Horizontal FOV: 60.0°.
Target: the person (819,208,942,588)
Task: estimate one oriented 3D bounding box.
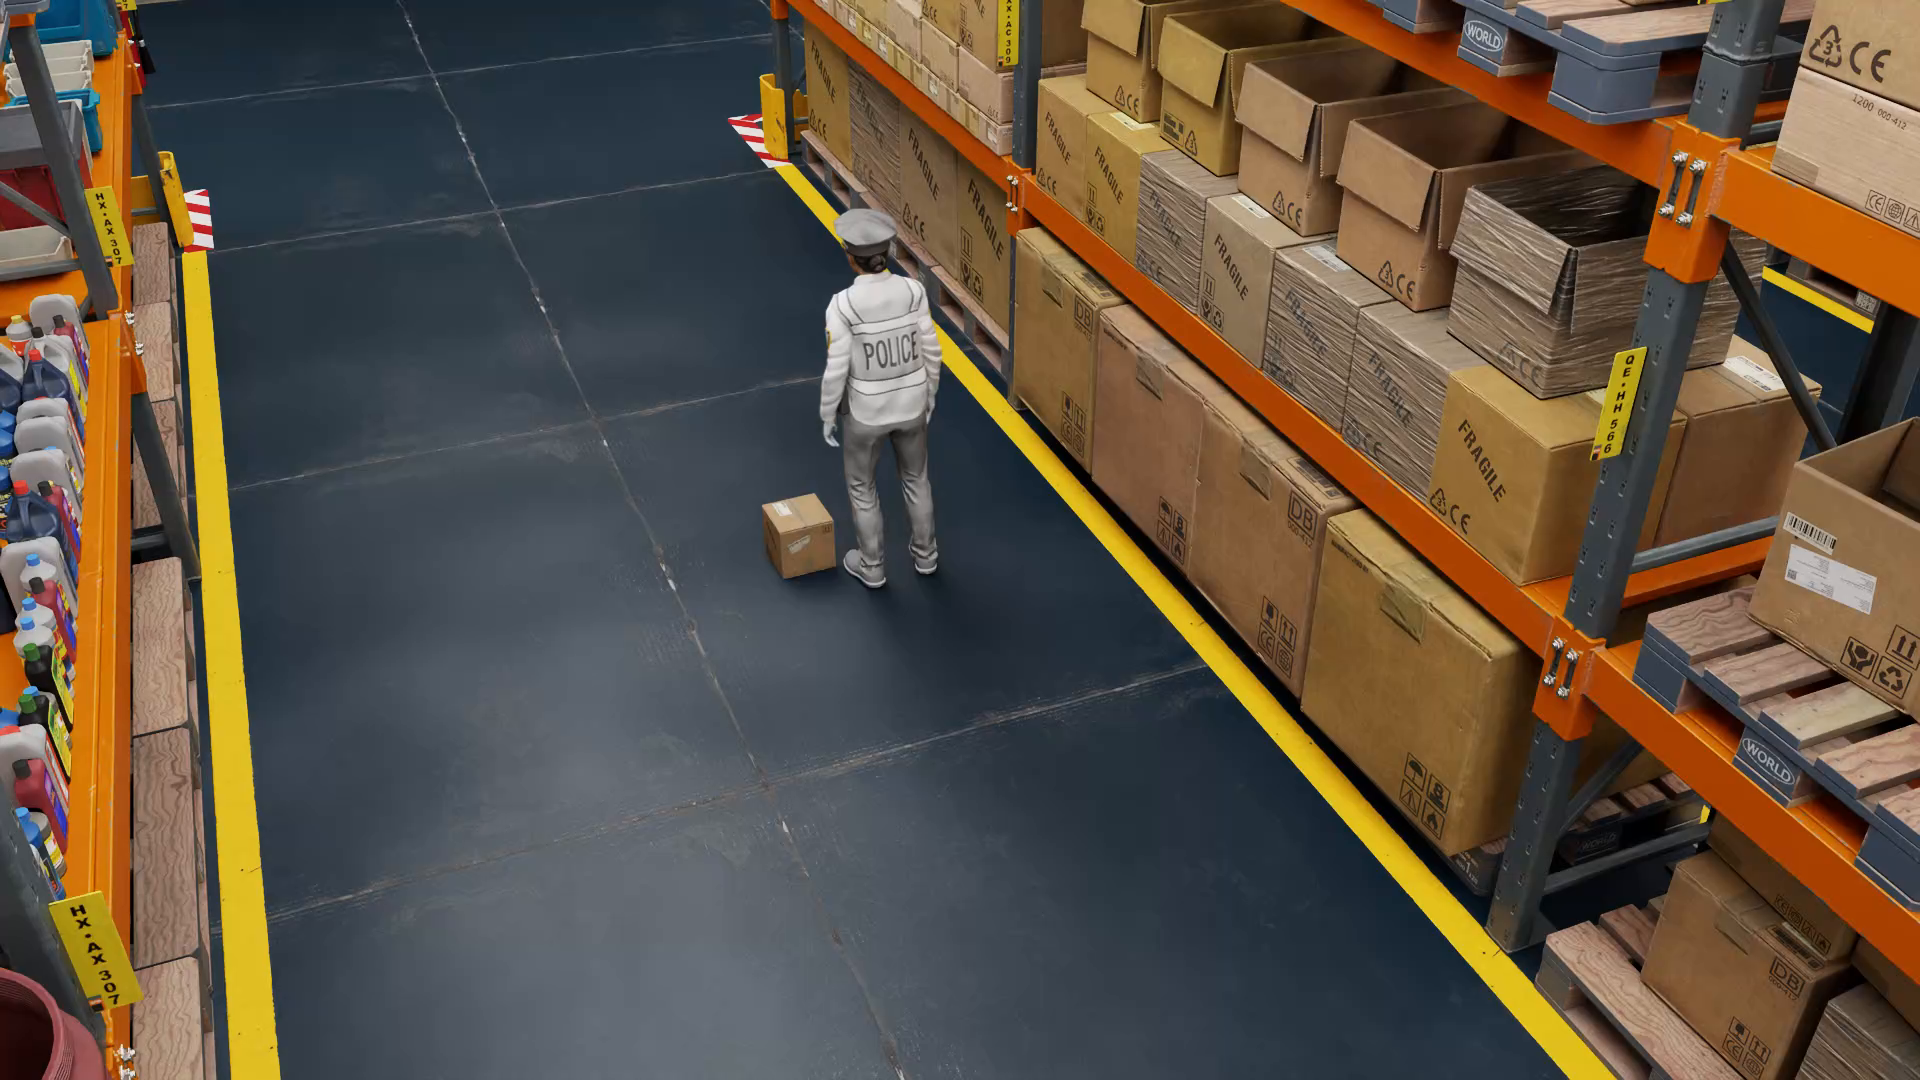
[{"bbox_3d":[-0.330,-0.551,6.964,0.546,1.664,0.374,-14,36,-20],"label":"person"}]
